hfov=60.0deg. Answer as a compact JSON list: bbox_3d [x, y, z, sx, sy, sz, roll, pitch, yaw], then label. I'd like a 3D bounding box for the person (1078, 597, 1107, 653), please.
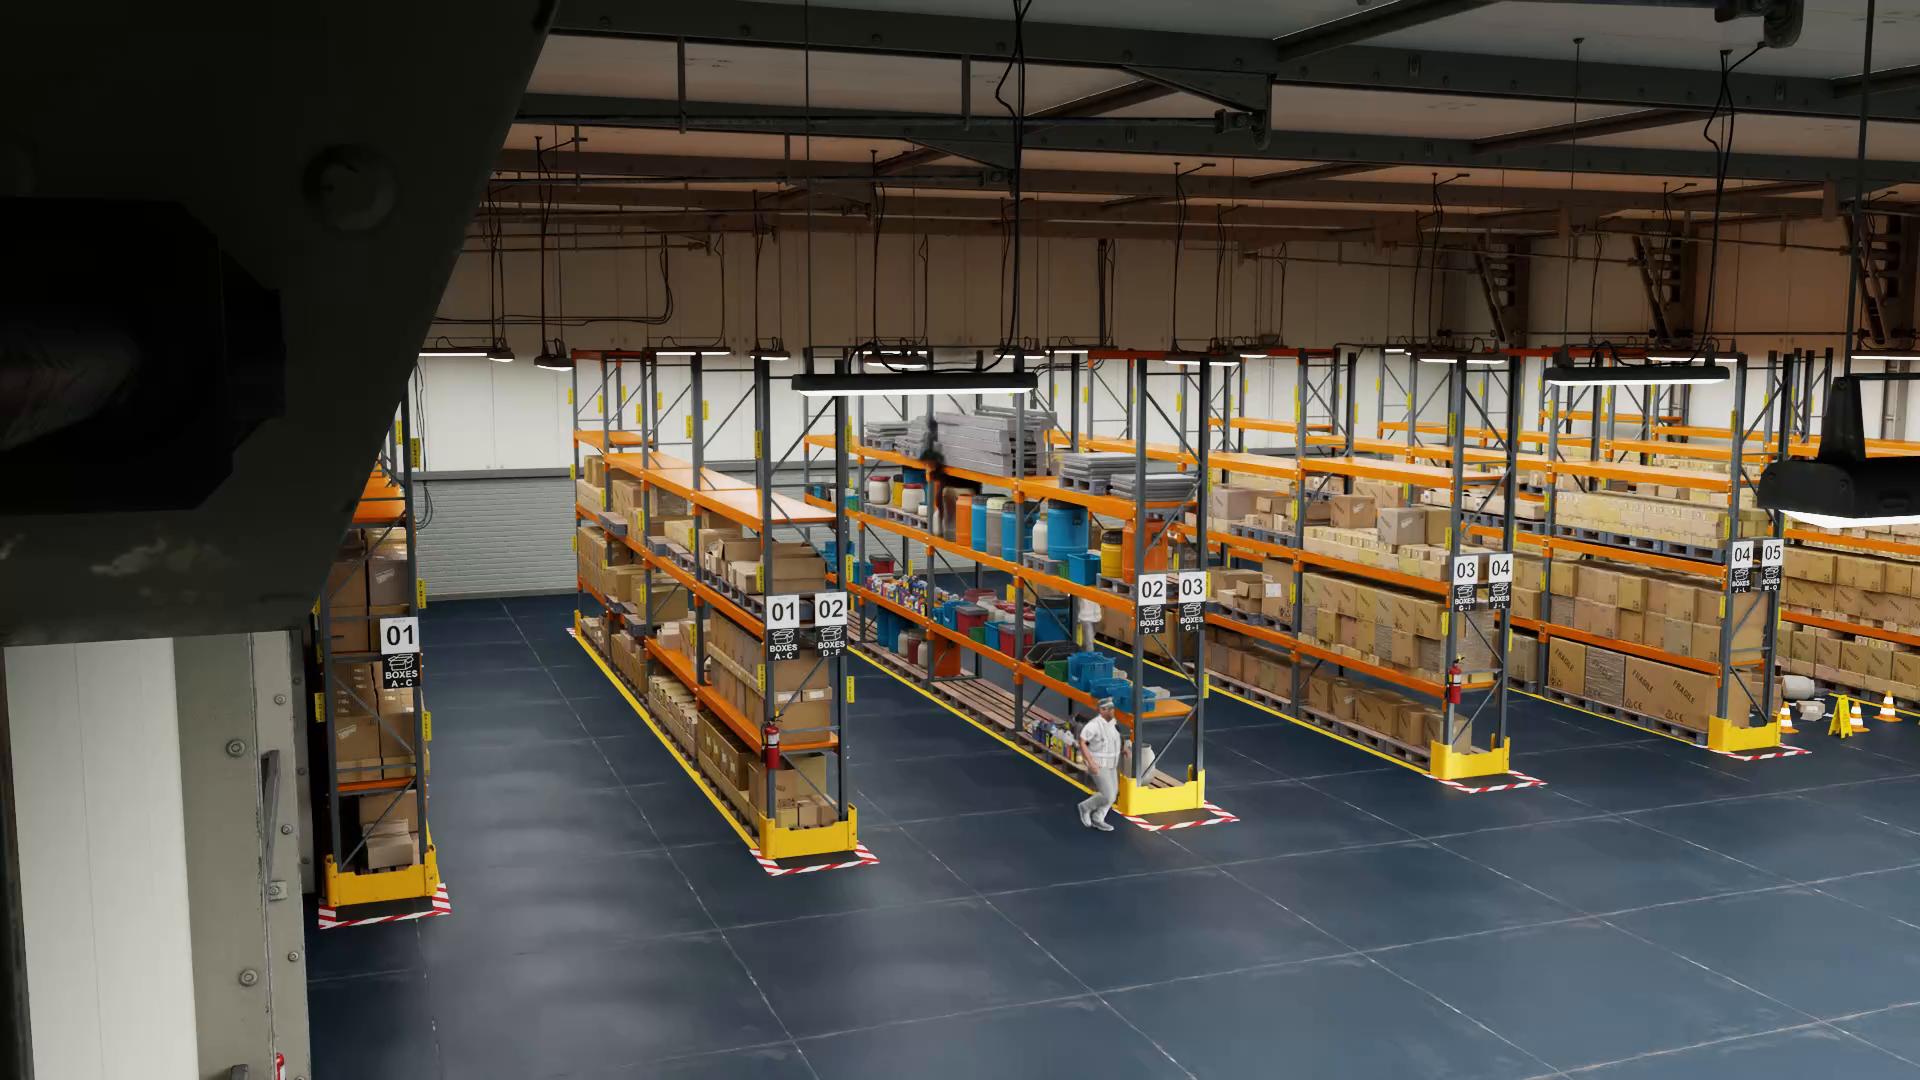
[{"bbox_3d":[2.337,1.445,29.691,0.693,1.789,0.879,-4,8,-31],"label":"person"}]

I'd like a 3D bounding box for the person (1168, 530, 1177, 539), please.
[{"bbox_3d":[5.088,0.476,40.301,0.758,1.702,0.725,2,7,15],"label":"person"}]

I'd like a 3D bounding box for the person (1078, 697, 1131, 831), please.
[{"bbox_3d":[1.847,2.843,21.210,0.604,1.746,0.680,5,9,37],"label":"person"}]
